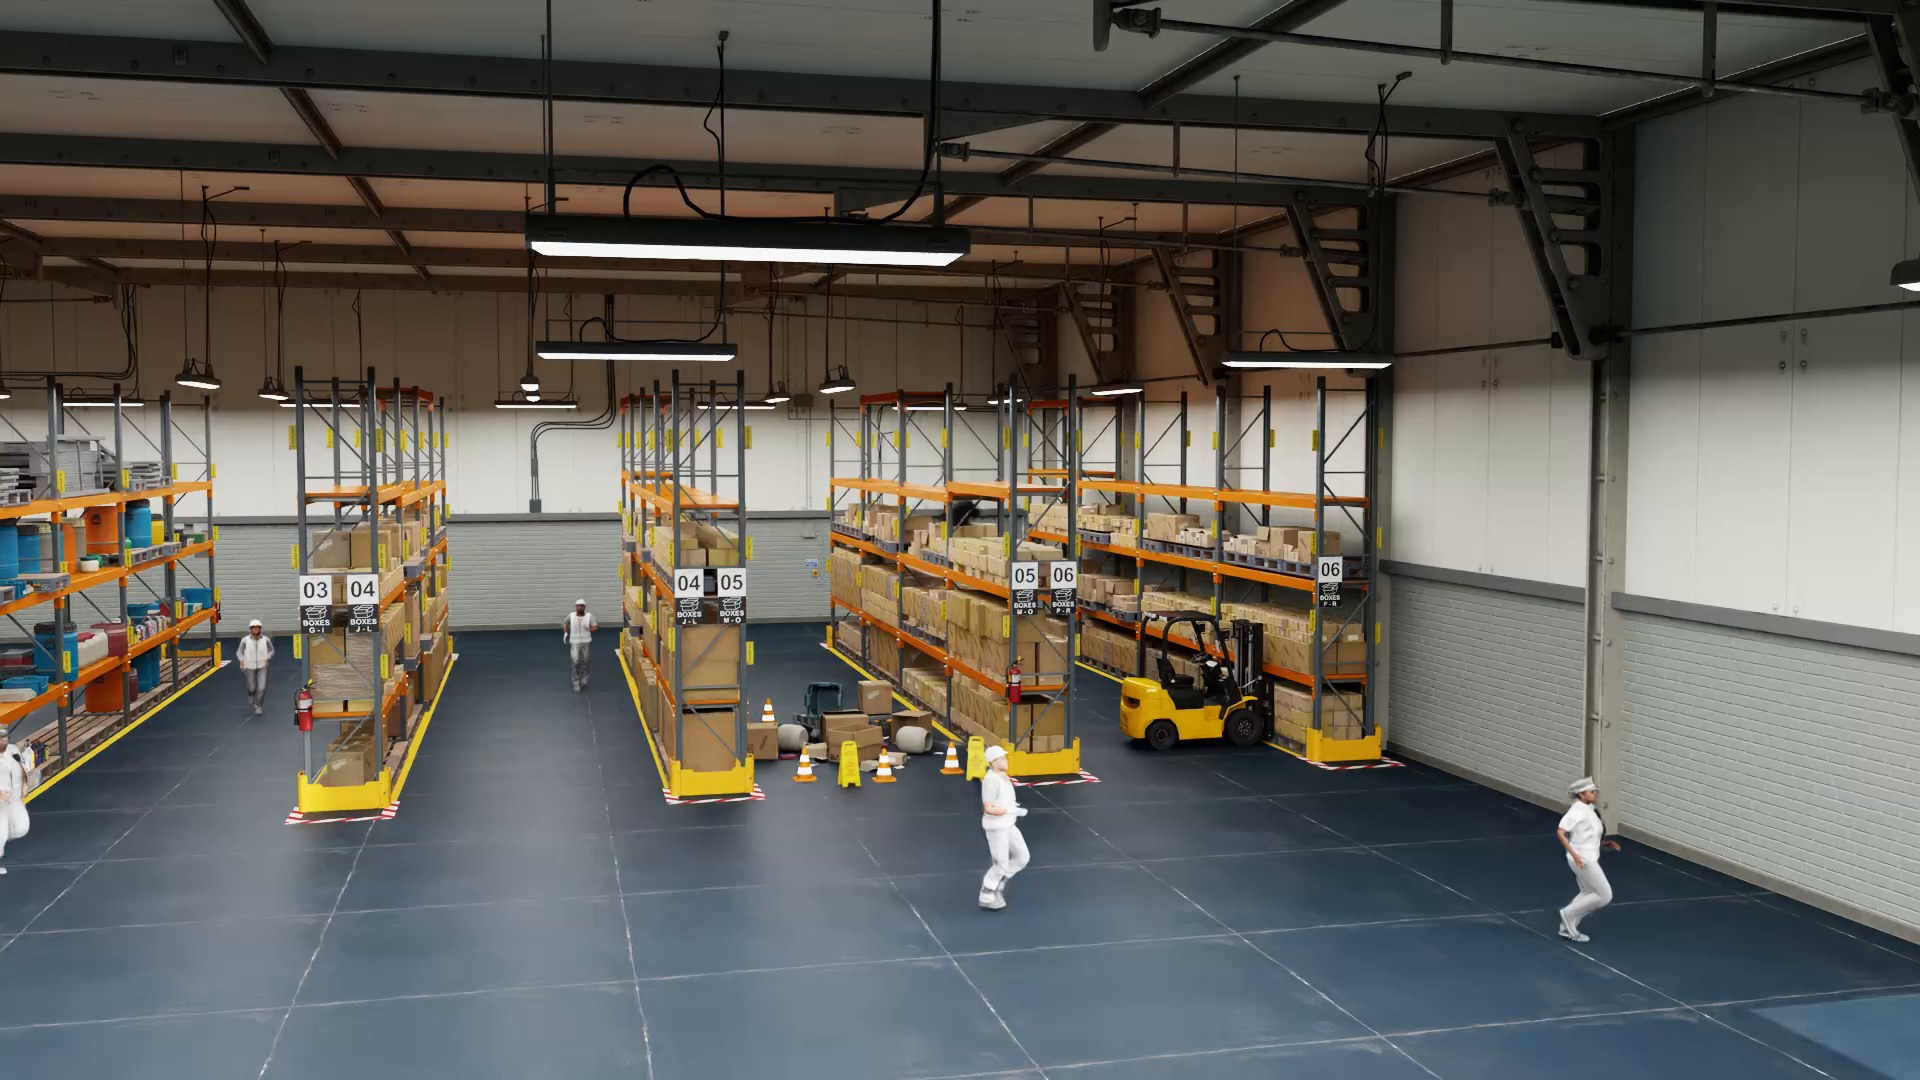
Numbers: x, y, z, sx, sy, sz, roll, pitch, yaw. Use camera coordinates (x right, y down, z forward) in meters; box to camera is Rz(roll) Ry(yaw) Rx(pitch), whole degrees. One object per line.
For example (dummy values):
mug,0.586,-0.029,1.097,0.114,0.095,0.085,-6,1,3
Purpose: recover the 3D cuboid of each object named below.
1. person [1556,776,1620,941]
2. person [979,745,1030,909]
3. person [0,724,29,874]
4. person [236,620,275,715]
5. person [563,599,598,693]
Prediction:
person,6.269,3.181,16.548,0.562,1.661,0.561,2,4,30
person,0.486,3.057,17.668,0.604,1.750,0.640,1,4,22
person,-11.091,2.990,19.291,0.641,1.748,0.698,2,4,25
person,-12.904,2.326,30.499,0.659,1.729,0.586,-2,4,-26
person,-7.635,2.100,33.474,0.672,1.830,0.853,-1,4,-16
